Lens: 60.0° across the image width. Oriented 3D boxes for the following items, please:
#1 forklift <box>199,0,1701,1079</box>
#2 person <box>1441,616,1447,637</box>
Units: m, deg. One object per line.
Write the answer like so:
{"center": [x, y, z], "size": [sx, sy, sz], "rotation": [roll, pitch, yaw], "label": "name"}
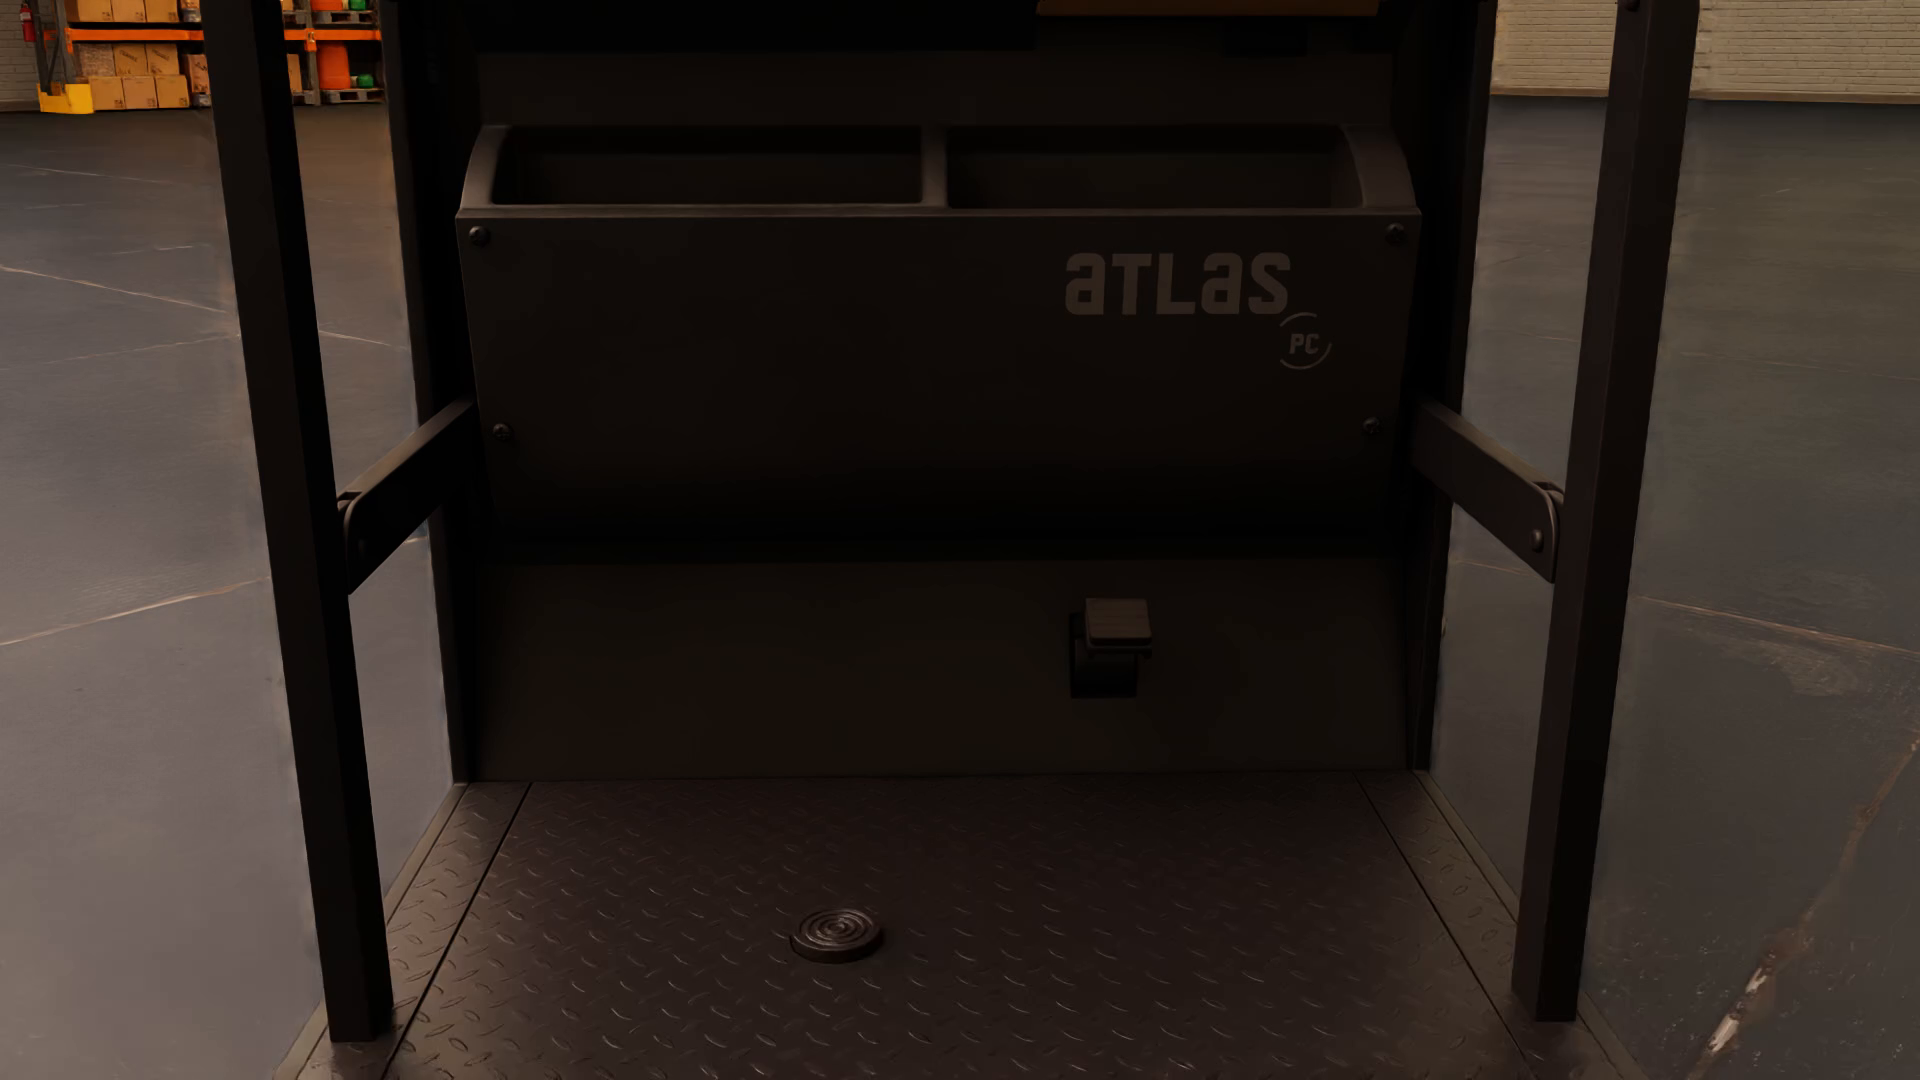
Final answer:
{"center": [-0.010, -0.737, 1.325], "size": [1.130, 2.935, 3.031], "rotation": [0, 17, -2], "label": "forklift"}
{"center": [0.601, -0.648, 3.313], "size": [0.673, 1.651, 0.937], "rotation": [-8, 19, -25], "label": "person"}
